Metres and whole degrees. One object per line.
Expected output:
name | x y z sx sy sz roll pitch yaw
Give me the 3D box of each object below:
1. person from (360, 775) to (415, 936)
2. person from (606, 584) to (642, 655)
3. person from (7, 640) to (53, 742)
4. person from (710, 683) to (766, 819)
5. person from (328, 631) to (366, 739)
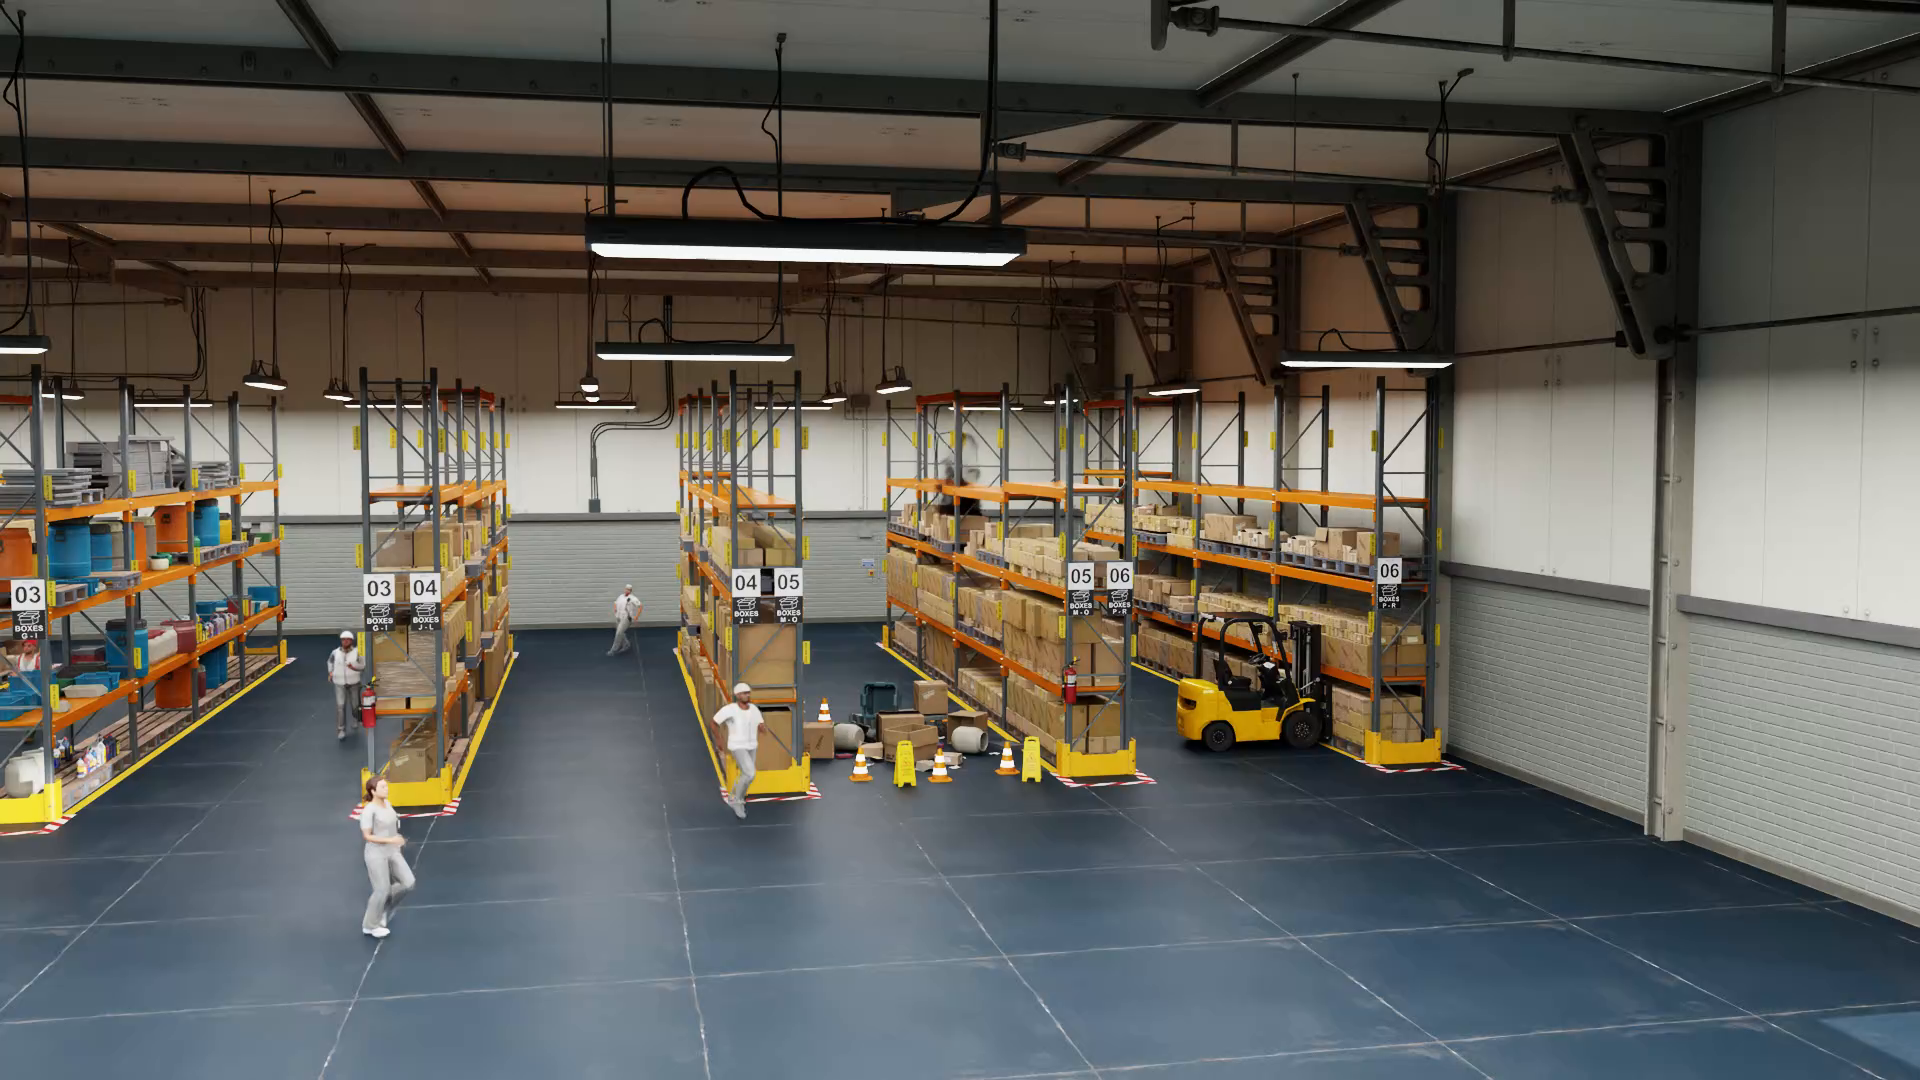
person | -5.786 3.181 16.767 0.571 1.633 0.550 1 4 19
person | -7.900 1.853 38.920 0.647 1.620 0.908 2 4 32
person | -15.480 2.496 27.715 0.672 1.741 0.592 -1 3 -11
person | -2.883 2.802 22.200 0.721 1.788 0.674 3 4 39
person | -10.375 2.418 28.150 0.656 1.758 0.970 -1 4 -15
